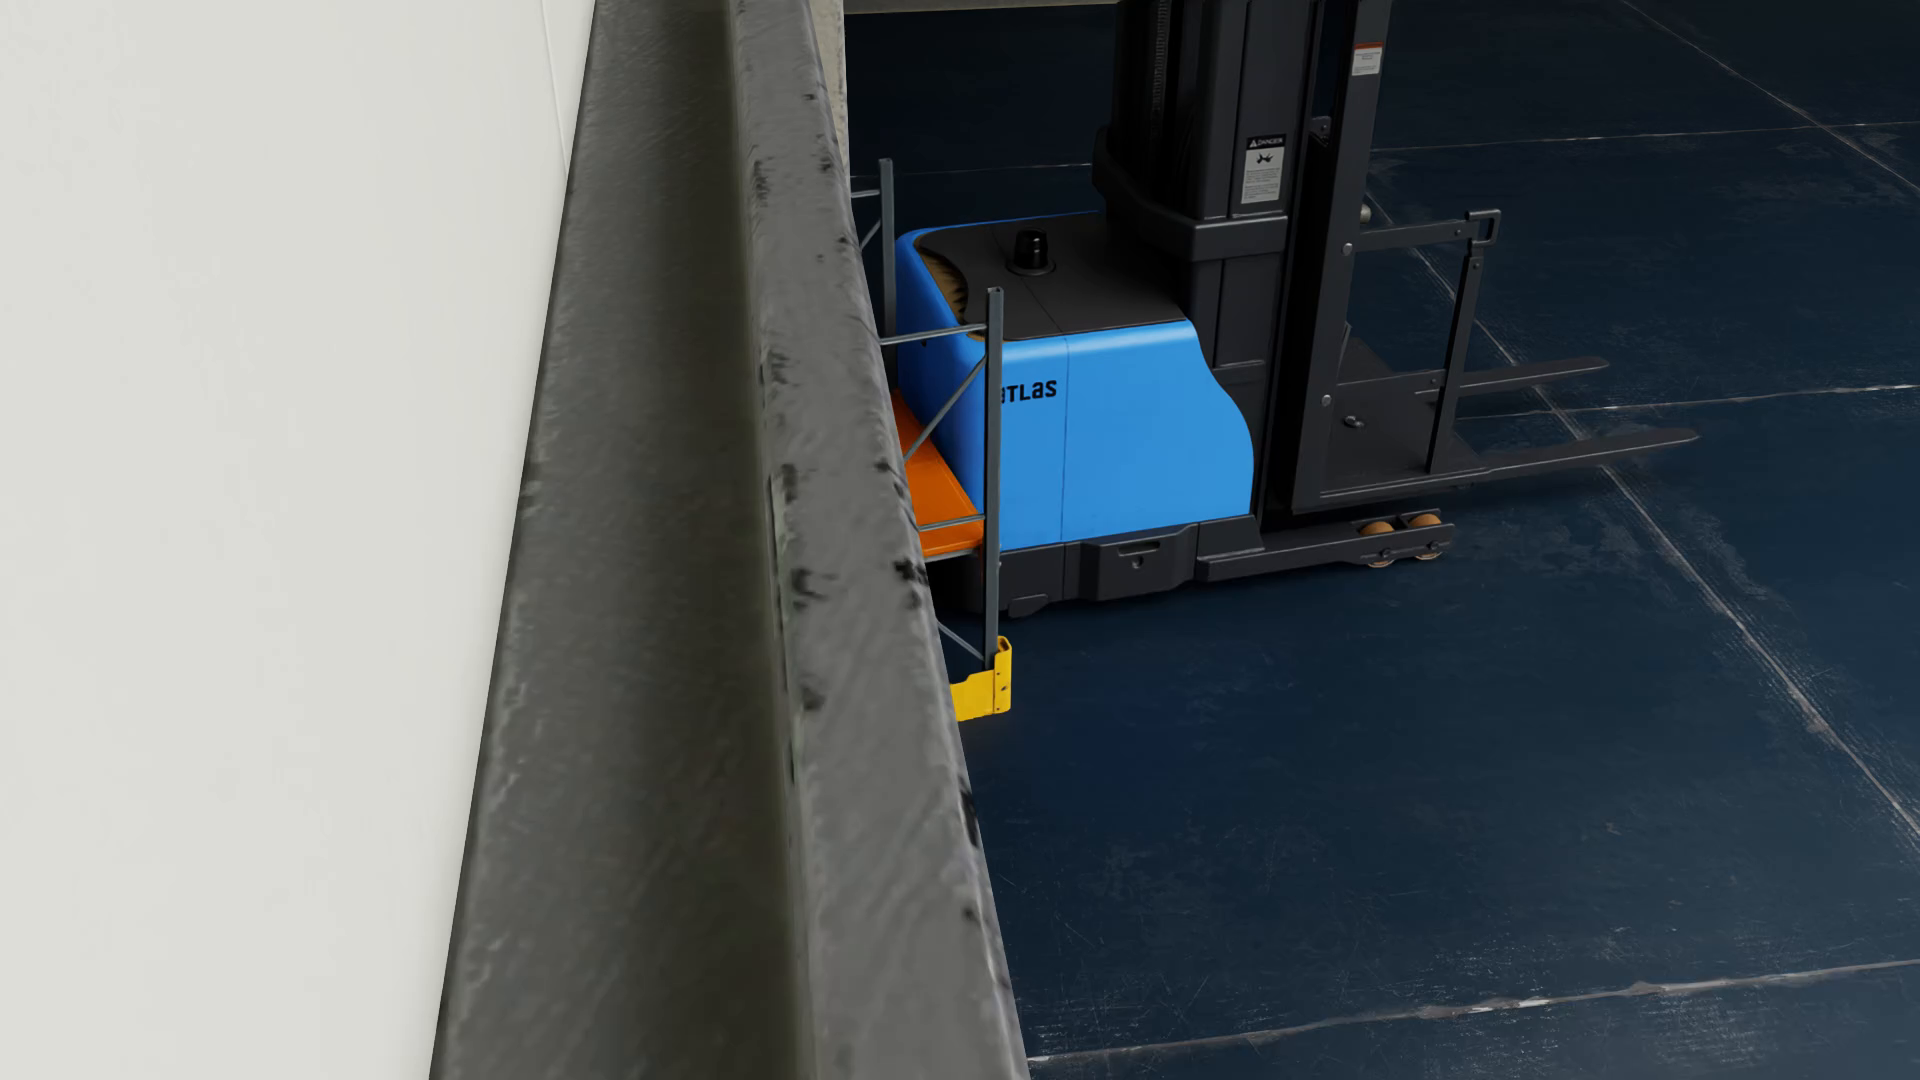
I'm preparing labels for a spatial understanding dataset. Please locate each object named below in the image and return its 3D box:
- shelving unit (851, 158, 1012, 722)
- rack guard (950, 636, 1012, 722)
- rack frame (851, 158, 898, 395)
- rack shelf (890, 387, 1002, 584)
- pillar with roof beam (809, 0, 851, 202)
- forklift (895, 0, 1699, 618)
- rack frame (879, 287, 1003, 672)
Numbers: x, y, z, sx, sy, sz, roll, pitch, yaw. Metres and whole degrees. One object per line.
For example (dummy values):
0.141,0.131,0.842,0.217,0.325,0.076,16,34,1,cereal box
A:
-0.286,-0.295,5.351,0.587,1.500,1.083,-11,36,-16,shelving unit
-0.121,0.486,5.315,0.587,0.250,0.087,-11,36,-16,rack guard
-0.459,-0.570,5.754,0.500,1.500,0.032,-11,36,-16,rack frame
-0.289,-0.151,5.459,0.538,0.185,1.000,-11,36,-16,rack shelf
3.909,-2.664,2.168,9.100,9.000,0.400,-4,35,-6,pillar with roof beam
1.319,-1.389,5.685,3.031,2.935,1.130,-9,35,-12,forklift
-0.120,-0.030,4.962,0.500,1.500,0.032,-11,36,-16,rack frame
